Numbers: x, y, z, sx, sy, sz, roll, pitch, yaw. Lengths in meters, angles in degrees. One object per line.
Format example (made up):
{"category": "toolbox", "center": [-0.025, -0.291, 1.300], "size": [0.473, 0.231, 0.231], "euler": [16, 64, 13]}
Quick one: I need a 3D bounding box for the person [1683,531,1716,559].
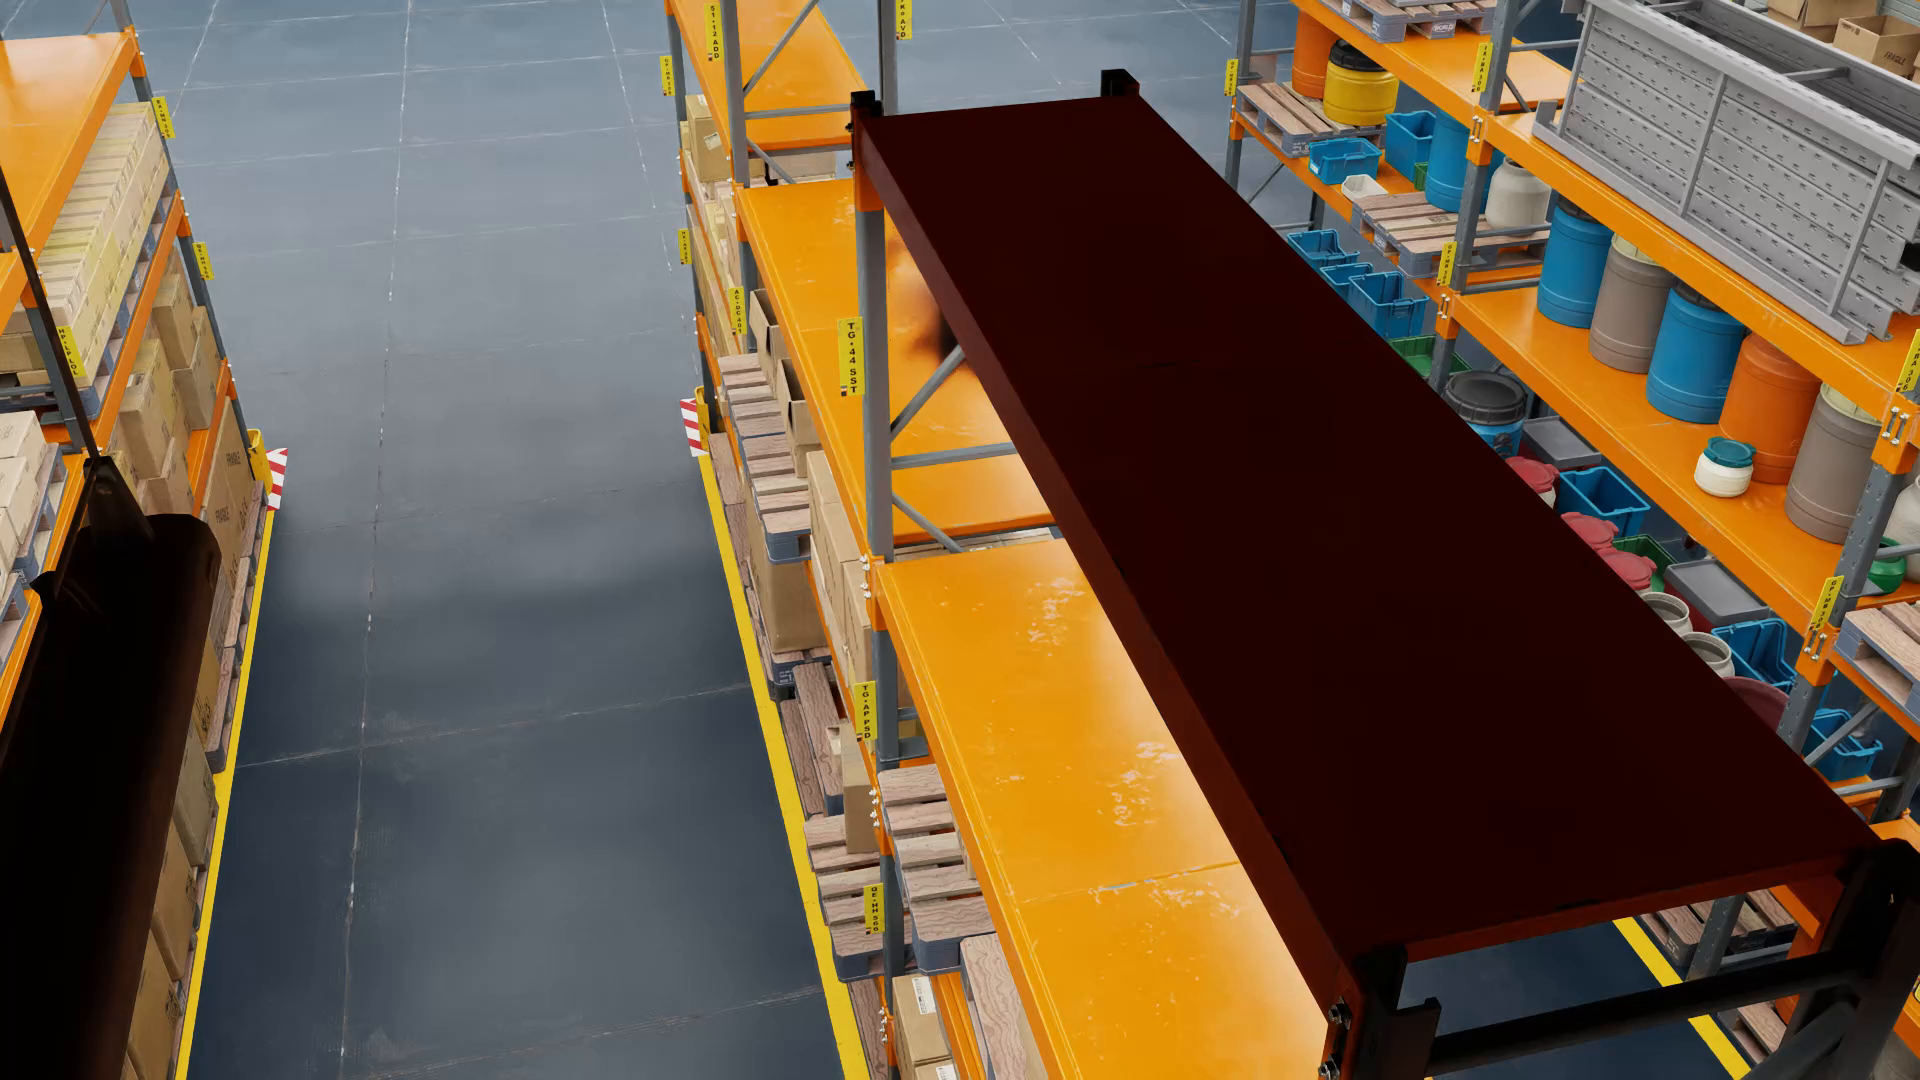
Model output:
{"category": "person", "center": [5.645, 0.330, 12.193], "size": [0.730, 1.761, 0.937], "euler": [-1, 34, -1]}

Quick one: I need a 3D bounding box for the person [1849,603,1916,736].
{"category": "person", "center": [6.521, 0.889, 11.349], "size": [0.493, 1.626, 0.823], "euler": [-9, 35, -12]}
